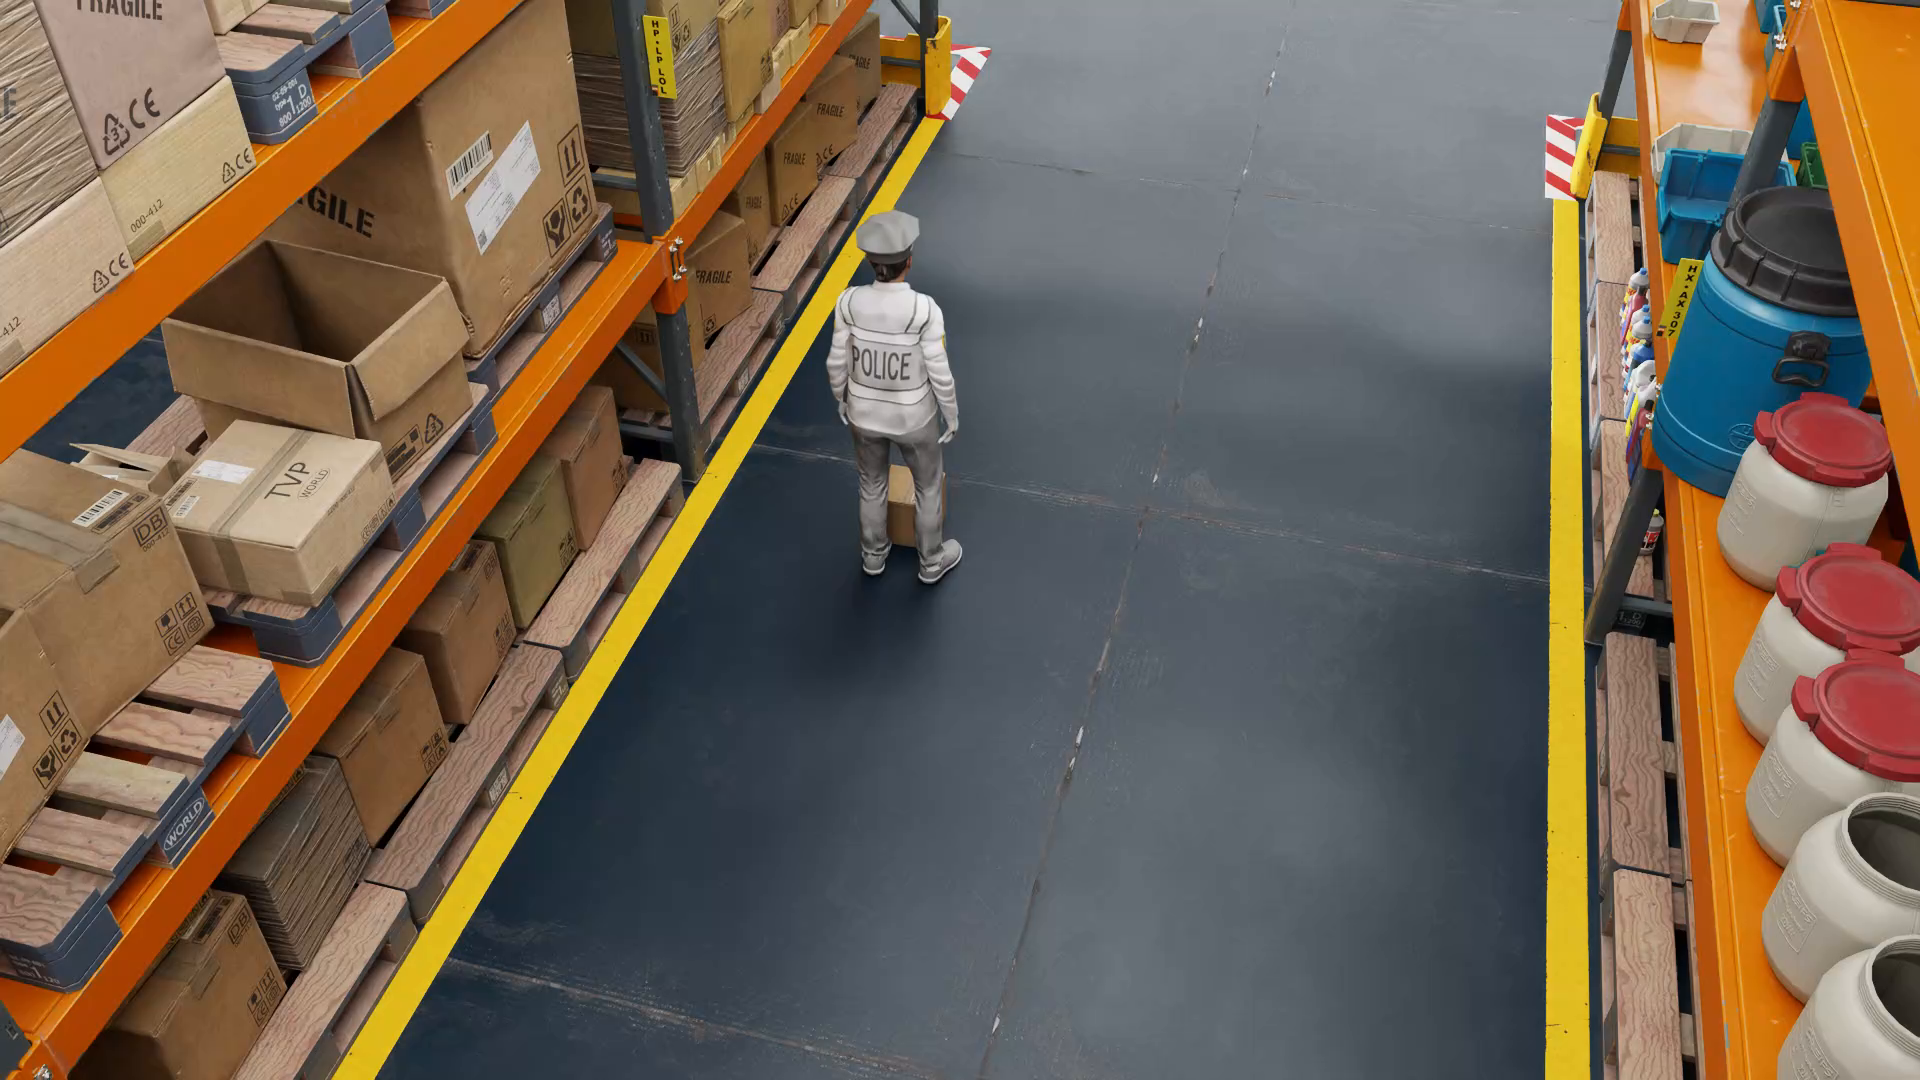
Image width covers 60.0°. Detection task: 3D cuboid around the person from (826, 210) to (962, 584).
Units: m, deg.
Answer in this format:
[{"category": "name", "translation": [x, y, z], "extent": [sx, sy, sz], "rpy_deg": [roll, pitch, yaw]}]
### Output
[{"category": "person", "translation": [-0.259, -0.520, 6.748], "extent": [0.515, 1.664, 0.371], "rpy_deg": [10, 42, 12]}]
